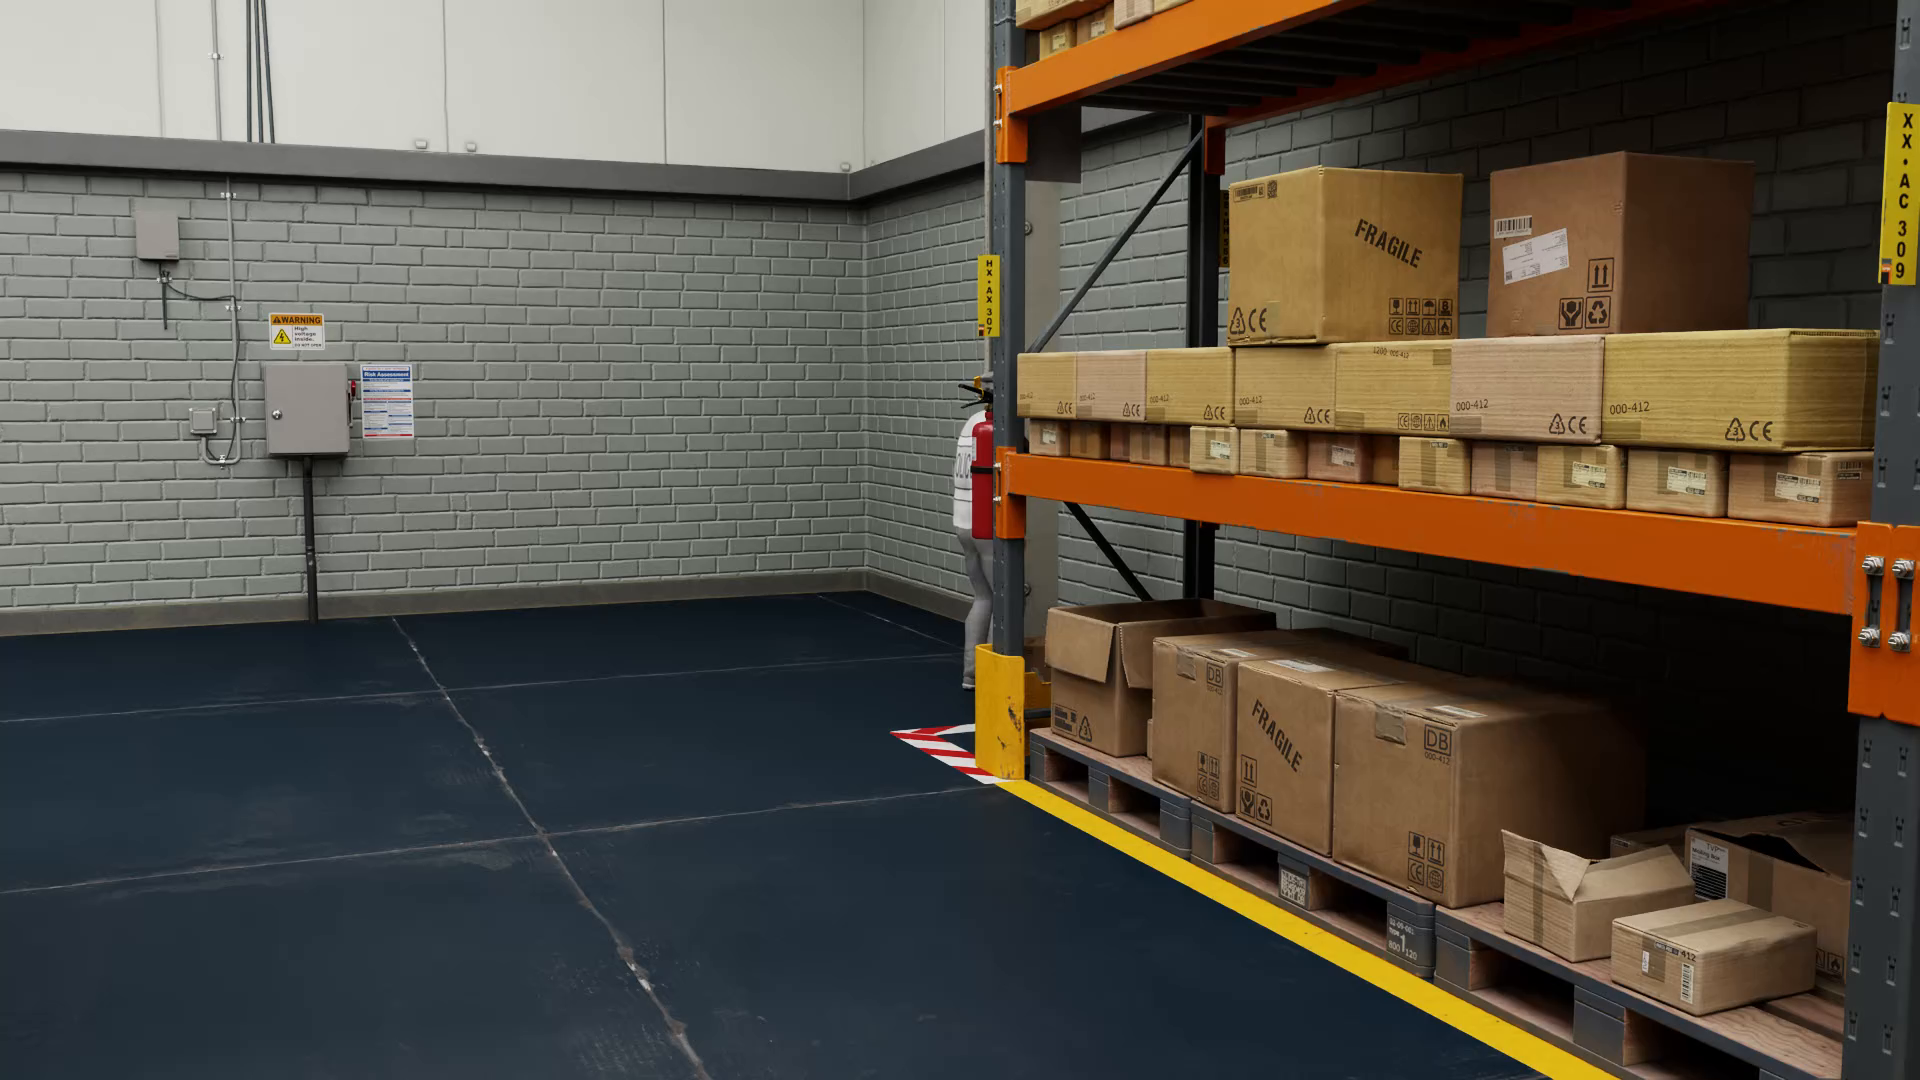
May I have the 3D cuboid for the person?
[{"bbox_3d":[0.180,-0.042,8.450,0.393,1.657,0.507,-3,6,-26],"label":"person"}]
